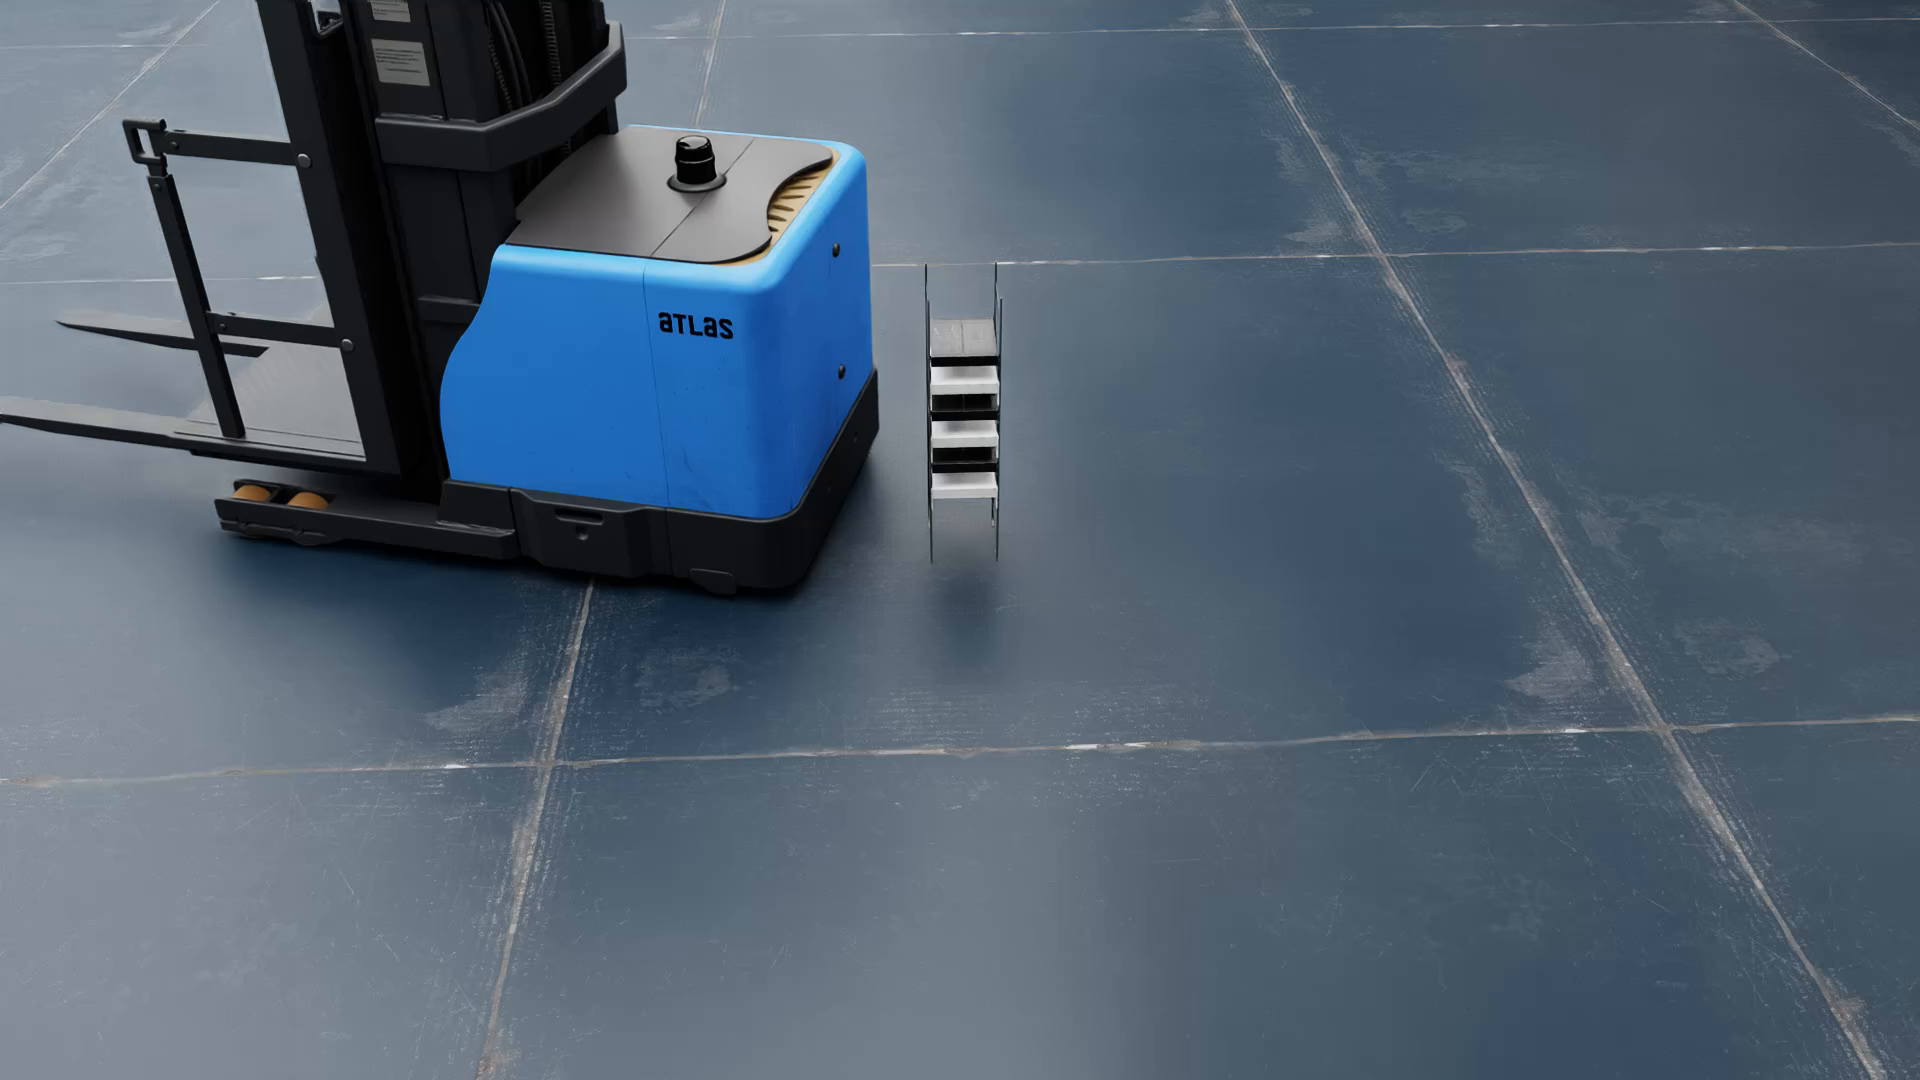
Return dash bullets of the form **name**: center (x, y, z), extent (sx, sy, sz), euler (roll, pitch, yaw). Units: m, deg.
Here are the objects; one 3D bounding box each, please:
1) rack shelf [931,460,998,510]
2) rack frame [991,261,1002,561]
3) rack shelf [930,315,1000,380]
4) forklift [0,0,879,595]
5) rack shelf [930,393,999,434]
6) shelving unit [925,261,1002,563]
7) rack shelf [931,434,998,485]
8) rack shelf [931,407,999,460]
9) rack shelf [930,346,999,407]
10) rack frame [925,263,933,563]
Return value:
- **rack shelf**: center (0.008, -0.195, 5.116), extent (0.200, 0.077, 0.258), euler (-2, 35, -2)
- **rack frame**: center (0.110, -0.373, 4.998), extent (0.006, 0.900, 0.240), euler (-2, 35, -2)
- **rack shelf**: center (0.008, -0.565, 4.860), extent (0.200, 0.077, 0.258), euler (-2, 35, -2)
- **forklift**: center (-1.848, -1.470, 4.799), extent (3.031, 2.935, 1.130), euler (7, 35, 10)
- **rack shelf**: center (0.008, -0.417, 4.962), extent (0.200, 0.077, 0.258), euler (-2, 35, -2)
- **shelving unit**: center (0.008, -0.370, 4.994), extent (0.210, 0.900, 0.258), euler (-2, 35, -2)
- **rack shelf**: center (0.008, -0.269, 5.064), extent (0.200, 0.077, 0.258), euler (-2, 35, -2)
- **rack shelf**: center (0.008, -0.343, 5.013), extent (0.200, 0.077, 0.258), euler (-2, 35, -2)
- **rack shelf**: center (0.008, -0.491, 4.911), extent (0.200, 0.077, 0.258), euler (-2, 35, -2)
- **rack frame**: center (-0.093, -0.367, 4.990), extent (0.006, 0.900, 0.240), euler (-2, 35, -2)
